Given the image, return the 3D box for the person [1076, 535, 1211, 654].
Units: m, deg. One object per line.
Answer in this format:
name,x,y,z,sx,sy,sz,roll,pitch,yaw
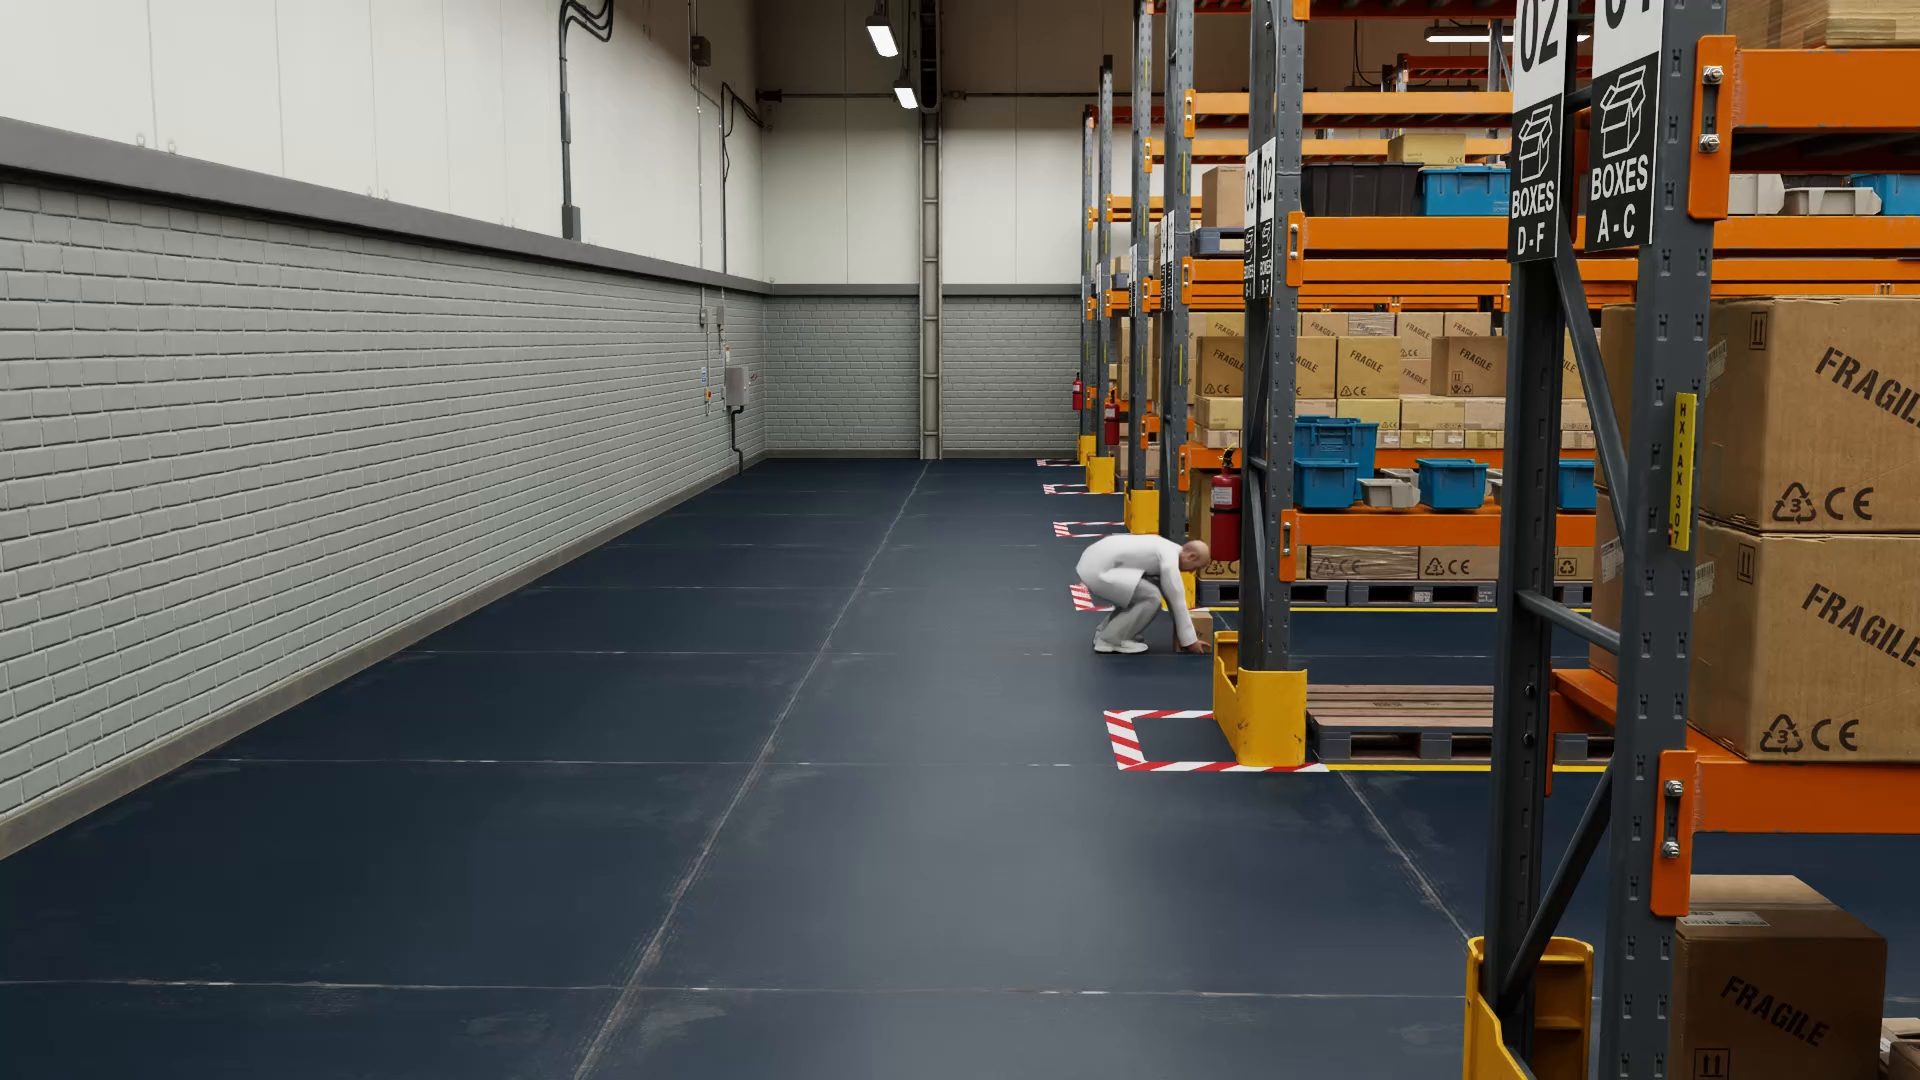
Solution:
person,1.293,0.382,11.730,0.950,0.836,0.554,0,7,0
